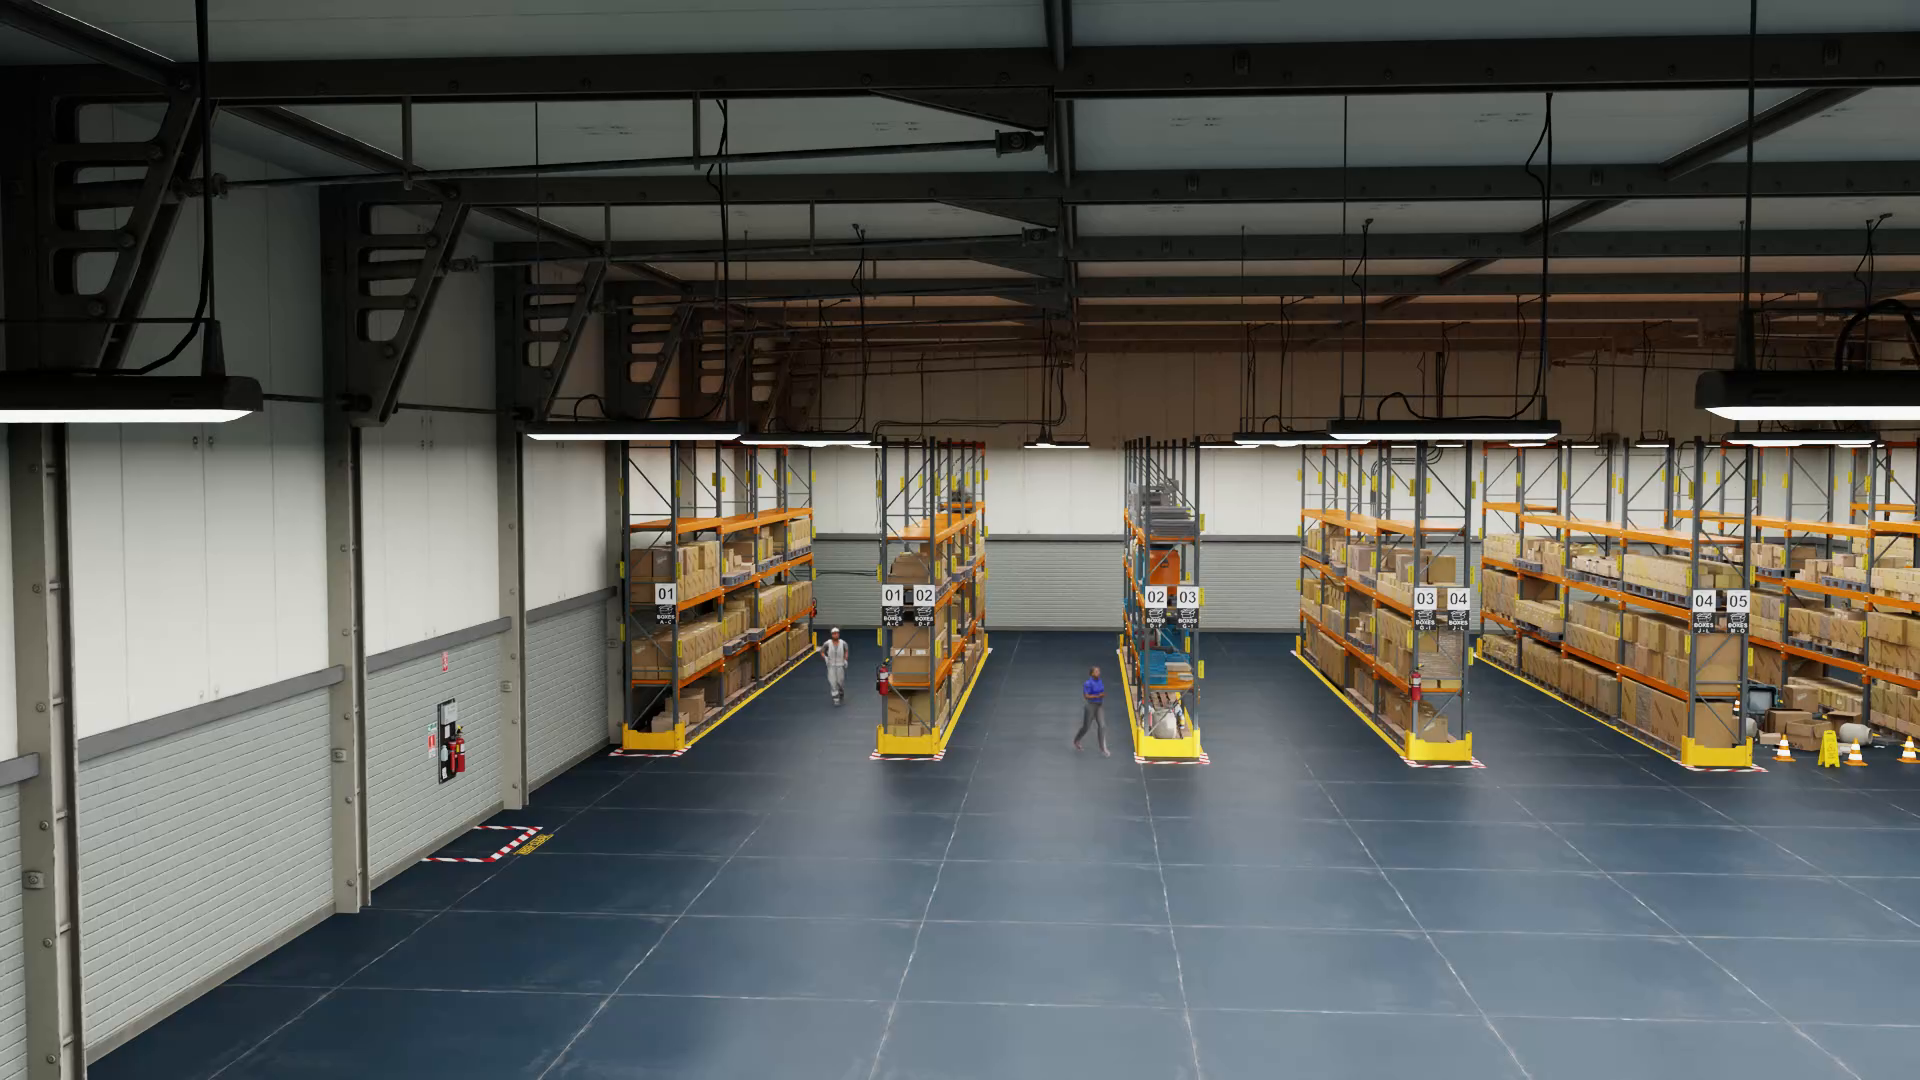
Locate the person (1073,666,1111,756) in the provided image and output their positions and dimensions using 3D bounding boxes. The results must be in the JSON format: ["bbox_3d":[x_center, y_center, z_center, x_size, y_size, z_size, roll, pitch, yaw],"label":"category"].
[{"bbox_3d":[2.498,3.192,31.339,0.566,1.663,0.929,-2,4,-37],"label":"person"}]

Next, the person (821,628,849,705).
[{"bbox_3d":[-2.810,2.851,37.369,0.636,1.751,0.615,0,3,-7],"label":"person"}]

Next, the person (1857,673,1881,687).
[{"bbox_3d":[21.234,2.754,38.857,0.722,1.759,1.096,0,3,5],"label":"person"}]
